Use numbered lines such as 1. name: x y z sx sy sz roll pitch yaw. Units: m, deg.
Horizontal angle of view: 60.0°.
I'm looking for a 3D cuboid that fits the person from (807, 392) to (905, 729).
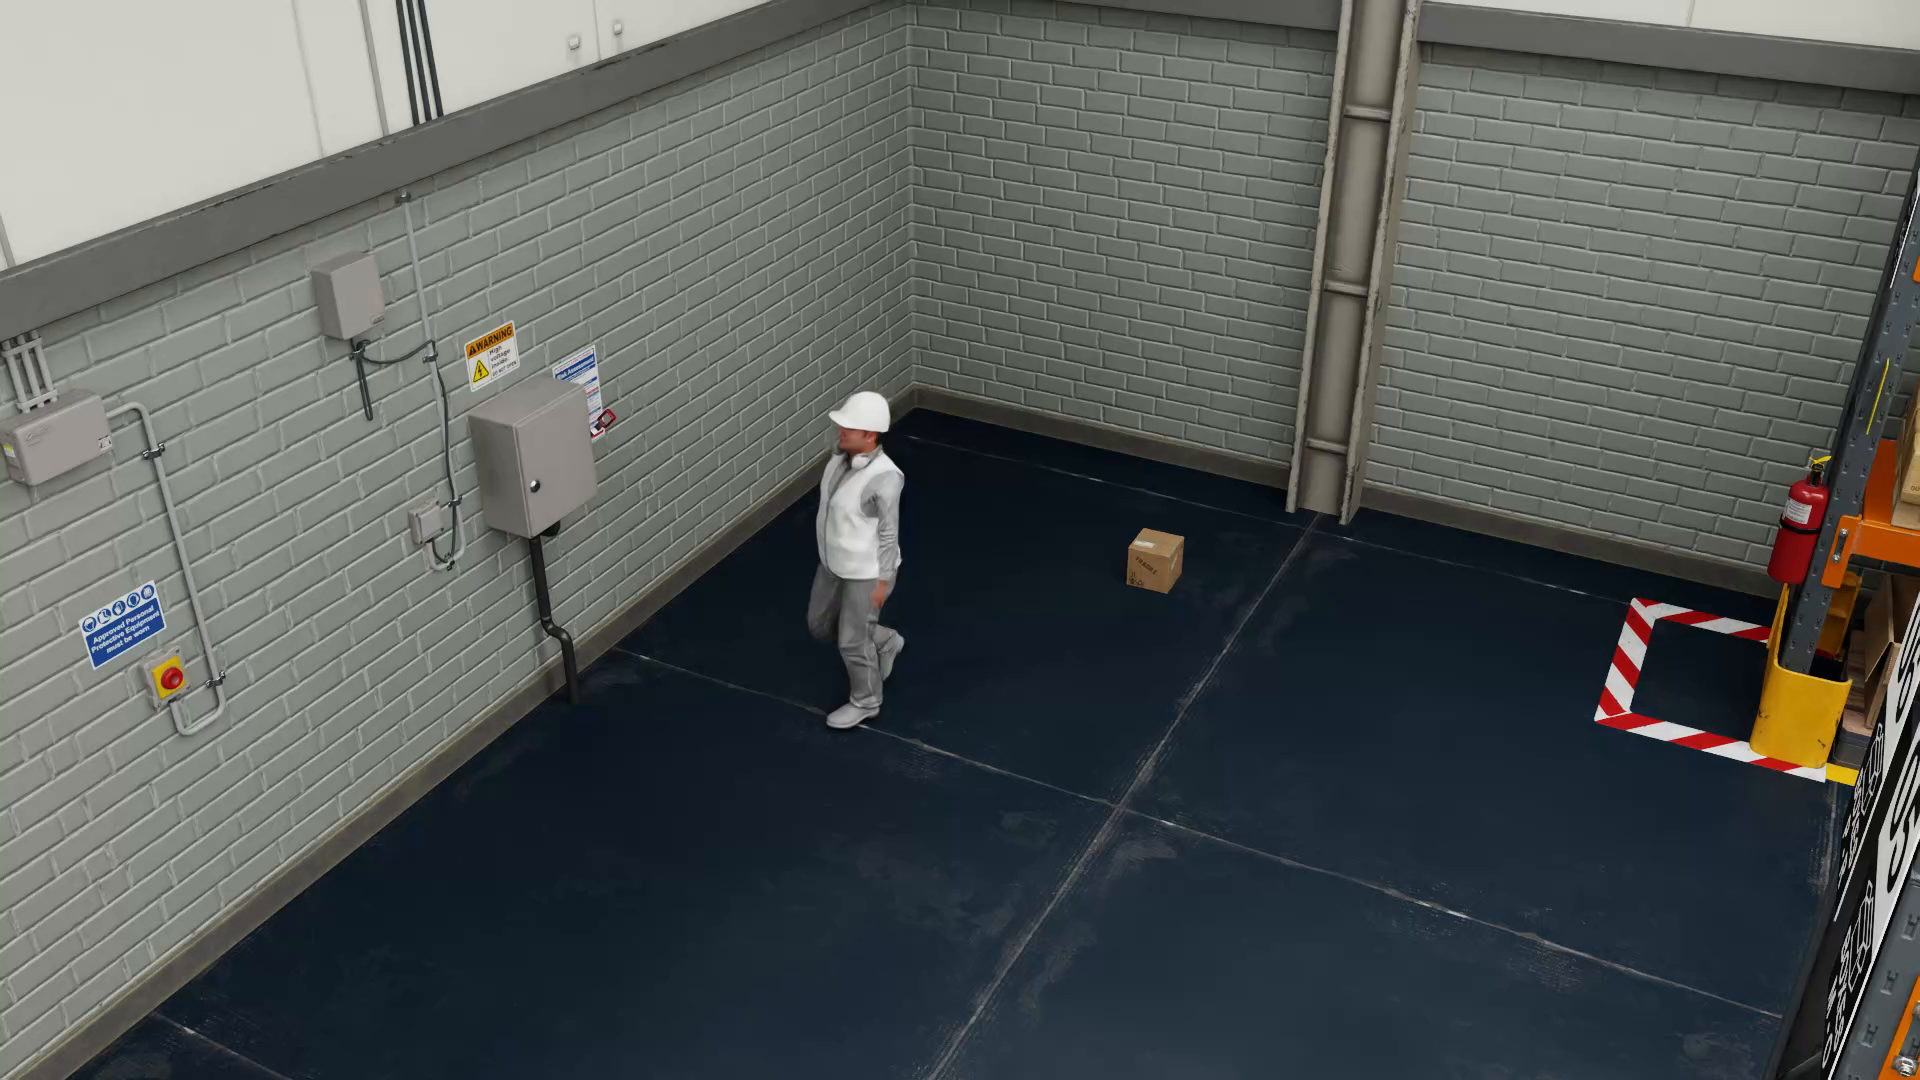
1. person: -0.469 0.088 8.073 0.543 1.758 0.529 -18 34 -28
